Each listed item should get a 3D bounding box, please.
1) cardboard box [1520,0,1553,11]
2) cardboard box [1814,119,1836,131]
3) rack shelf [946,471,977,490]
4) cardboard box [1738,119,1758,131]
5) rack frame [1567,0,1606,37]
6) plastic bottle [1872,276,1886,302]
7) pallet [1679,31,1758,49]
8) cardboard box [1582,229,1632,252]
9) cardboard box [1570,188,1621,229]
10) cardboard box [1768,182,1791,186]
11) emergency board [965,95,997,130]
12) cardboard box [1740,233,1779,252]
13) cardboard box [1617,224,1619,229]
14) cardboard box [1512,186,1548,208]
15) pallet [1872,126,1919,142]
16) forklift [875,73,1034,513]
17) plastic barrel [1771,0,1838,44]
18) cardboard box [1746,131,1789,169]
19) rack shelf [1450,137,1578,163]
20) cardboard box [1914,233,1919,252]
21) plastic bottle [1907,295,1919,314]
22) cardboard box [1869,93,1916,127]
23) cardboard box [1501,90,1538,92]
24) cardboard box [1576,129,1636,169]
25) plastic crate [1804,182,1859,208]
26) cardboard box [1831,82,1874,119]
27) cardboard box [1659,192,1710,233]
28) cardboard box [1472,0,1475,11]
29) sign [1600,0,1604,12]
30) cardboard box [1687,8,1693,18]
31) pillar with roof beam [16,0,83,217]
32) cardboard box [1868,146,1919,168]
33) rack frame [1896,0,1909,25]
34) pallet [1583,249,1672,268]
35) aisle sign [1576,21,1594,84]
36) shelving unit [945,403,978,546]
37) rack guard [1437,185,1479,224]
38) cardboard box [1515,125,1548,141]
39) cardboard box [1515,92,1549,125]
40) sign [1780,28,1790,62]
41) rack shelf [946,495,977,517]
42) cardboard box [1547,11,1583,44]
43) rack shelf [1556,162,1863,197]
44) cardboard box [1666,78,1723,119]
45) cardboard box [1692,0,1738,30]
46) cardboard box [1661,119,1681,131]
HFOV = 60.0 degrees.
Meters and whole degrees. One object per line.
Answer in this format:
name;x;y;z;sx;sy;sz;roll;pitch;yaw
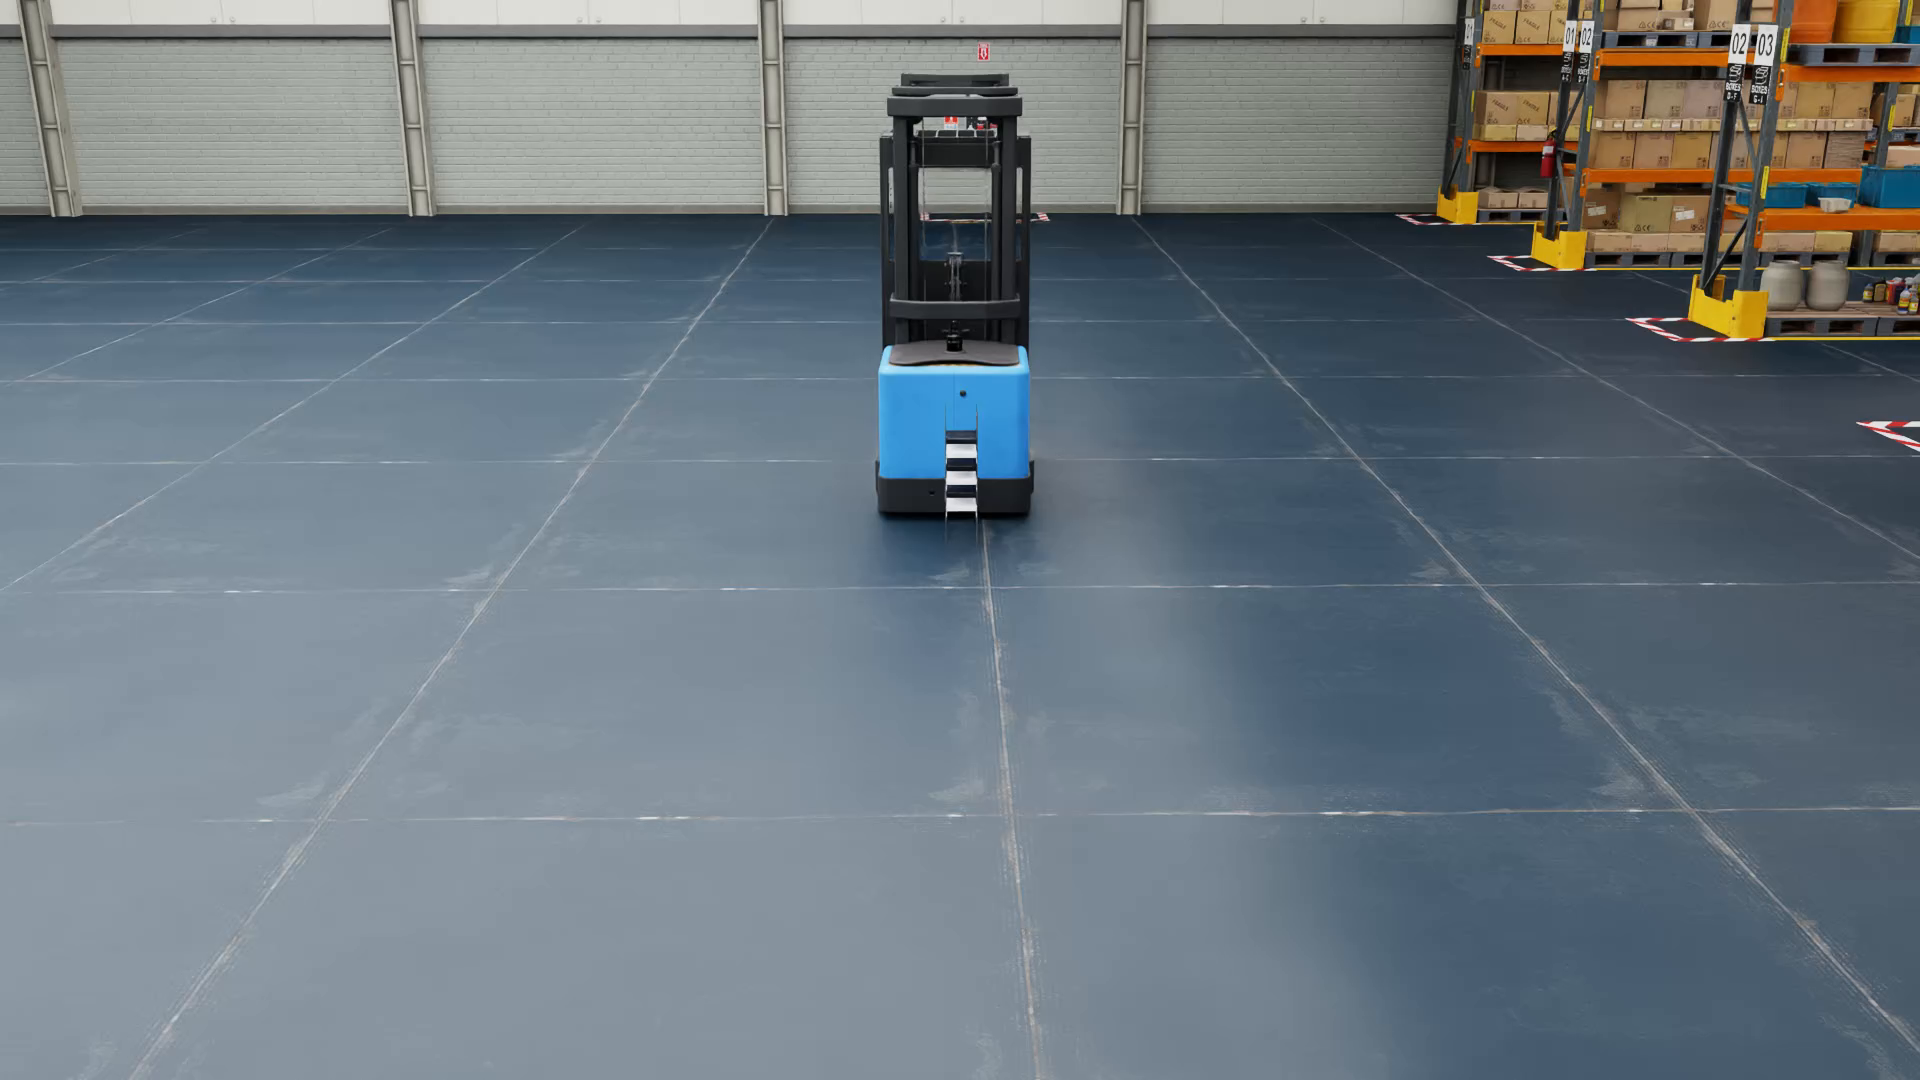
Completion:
cardboard box;9.081;-8.650;26.357;0.500;0.500;0.500;0;18;-1
cardboard box;11.494;-5.567;22.266;0.250;0.149;0.380;-1;18;-2
rack shelf;0.008;-0.397;10.920;0.200;0.077;0.258;0;18;-1
cardboard box;10.468;-5.562;22.250;0.250;0.149;0.380;0;18;1
rack frame;8.272;-8.117;21.620;0.127;3.000;1.000;0;18;-1
plastic bottle;10.292;-2.813;18.632;0.133;0.283;0.061;0;18;0
pallet;10.202;-6.649;22.099;1.213;0.211;1.003;0;18;-1
cardboard box;8.811;-4.086;22.689;0.500;0.250;0.500;0;18;-1
cardboard box;8.803;-4.602;23.069;0.500;0.500;0.500;0;18;-1
cardboard box;13.441;-5.839;27.710;0.500;0.500;0.700;-1;18;-2
emergency board;0.405;-7.012;27.996;0.643;1.169;0.194;0;18;-1
cardboard box;10.811;-4.095;22.718;0.500;0.250;0.500;0;18;-1
cardboard box;9.303;-4.250;23.201;0.500;0.250;0.500;0;18;-1
cardboard box;9.453;-5.681;27.529;0.500;0.311;0.500;1;18;4
pallet;15.478;-6.685;27.290;1.003;0.211;1.213;0;18;-1
forklift;-0.032;-1.978;12.414;1.130;2.935;3.031;0;18;0
plastic barrel;8.830;-5.622;17.361;0.708;0.830;0.600;0;18;-1
cardboard box;10.799;-5.318;22.551;0.500;0.500;0.700;0;18;0
rack shelf;10.190;-6.441;27.393;4.000;0.370;1.077;0;18;-1
cardboard box;13.190;-4.099;22.729;0.500;0.250;0.500;0;18;1
plastic bottle;10.267;-2.539;17.913;0.097;0.201;0.097;0;18;0
cardboard box;15.161;-7.053;27.240;0.500;0.500;0.700;-2;18;-6
cardboard box;9.161;-7.135;27.366;0.500;0.500;0.500;0;18;0
cardboard box;8.739;-5.307;22.516;0.500;0.500;0.700;0;18;-1
plastic crate;9.491;-3.772;18.140;0.408;0.251;0.499;0;18;-1
cardboard box;11.828;-5.941;22.370;0.500;0.500;0.700;0;18;-1
cardboard box;9.811;-4.452;22.603;0.500;0.500;0.500;0;18;-1
cardboard box;8.617;-8.817;26.879;0.500;0.500;0.500;1;18;2
sign;8.274;-6.973;21.404;0.005;0.325;0.100;0;18;-1
cardboard box;9.975;-7.002;22.283;0.500;0.311;0.500;2;18;6
pillar with roof beam;-15.053;-8.467;22.711;0.400;9.000;9.100;0;18;-1
cardboard box;12.763;-5.224;22.668;0.500;0.250;0.500;1;18;3
rack frame;12.271;-8.137;21.680;0.127;3.000;1.000;0;18;-1
pallet;9.036;-3.950;23.014;1.213;0.211;1.003;0;18;-1
aisle sign;8.211;-6.405;21.847;0.004;0.787;0.394;0;18;-1
shelving unit;0.008;-0.429;10.910;0.210;0.900;0.258;0;18;-1
rack guard;8.266;-5.584;27.636;0.348;0.500;1.175;0;18;-1
cardboard box;9.202;-6.624;26.999;0.500;0.250;0.500;-1;18;-3
cardboard box;9.166;-6.979;26.877;0.500;0.500;0.500;0;18;-1
sign;8.351;-5.012;16.837;0.005;0.325;0.100;0;18;-1
rack shelf;0.008;-0.225;10.975;0.200;0.077;0.258;0;18;-1
cardboard box;9.585;-8.180;26.529;0.500;0.500;0.500;1;18;2
rack shelf;10.271;-4.928;22.676;4.000;0.370;1.077;0;18;-1
cardboard box;9.821;-5.932;22.340;0.500;0.500;0.700;0;18;-1
cardboard box;9.937;-6.928;21.742;0.500;0.500;0.500;0;18;-1
cardboard box;9.433;-5.557;22.234;0.250;0.149;0.380;-1;18;-2
